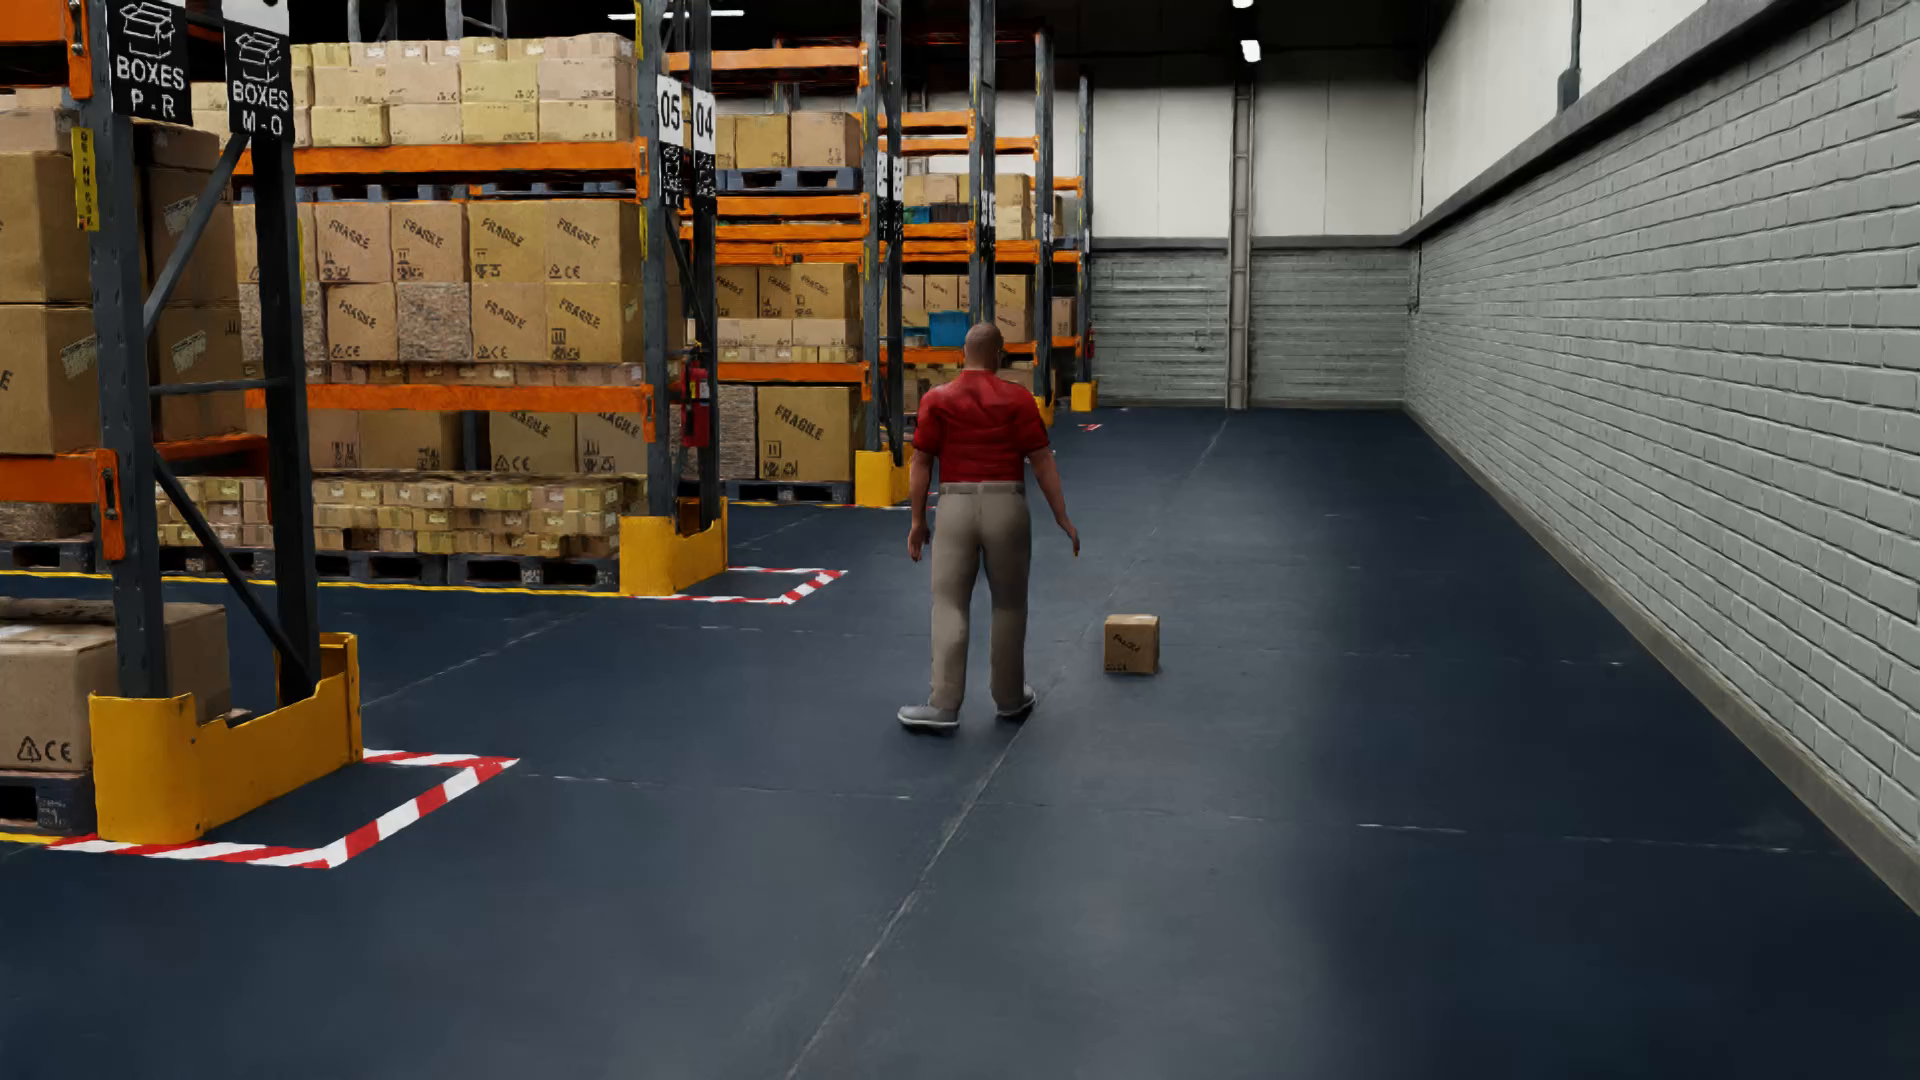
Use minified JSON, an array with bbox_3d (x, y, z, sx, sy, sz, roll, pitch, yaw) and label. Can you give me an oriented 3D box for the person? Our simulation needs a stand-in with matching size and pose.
[{"bbox_3d":[0.125,-0.032,7.166,0.775,1.631,0.652,0,8,3],"label":"person"}]
